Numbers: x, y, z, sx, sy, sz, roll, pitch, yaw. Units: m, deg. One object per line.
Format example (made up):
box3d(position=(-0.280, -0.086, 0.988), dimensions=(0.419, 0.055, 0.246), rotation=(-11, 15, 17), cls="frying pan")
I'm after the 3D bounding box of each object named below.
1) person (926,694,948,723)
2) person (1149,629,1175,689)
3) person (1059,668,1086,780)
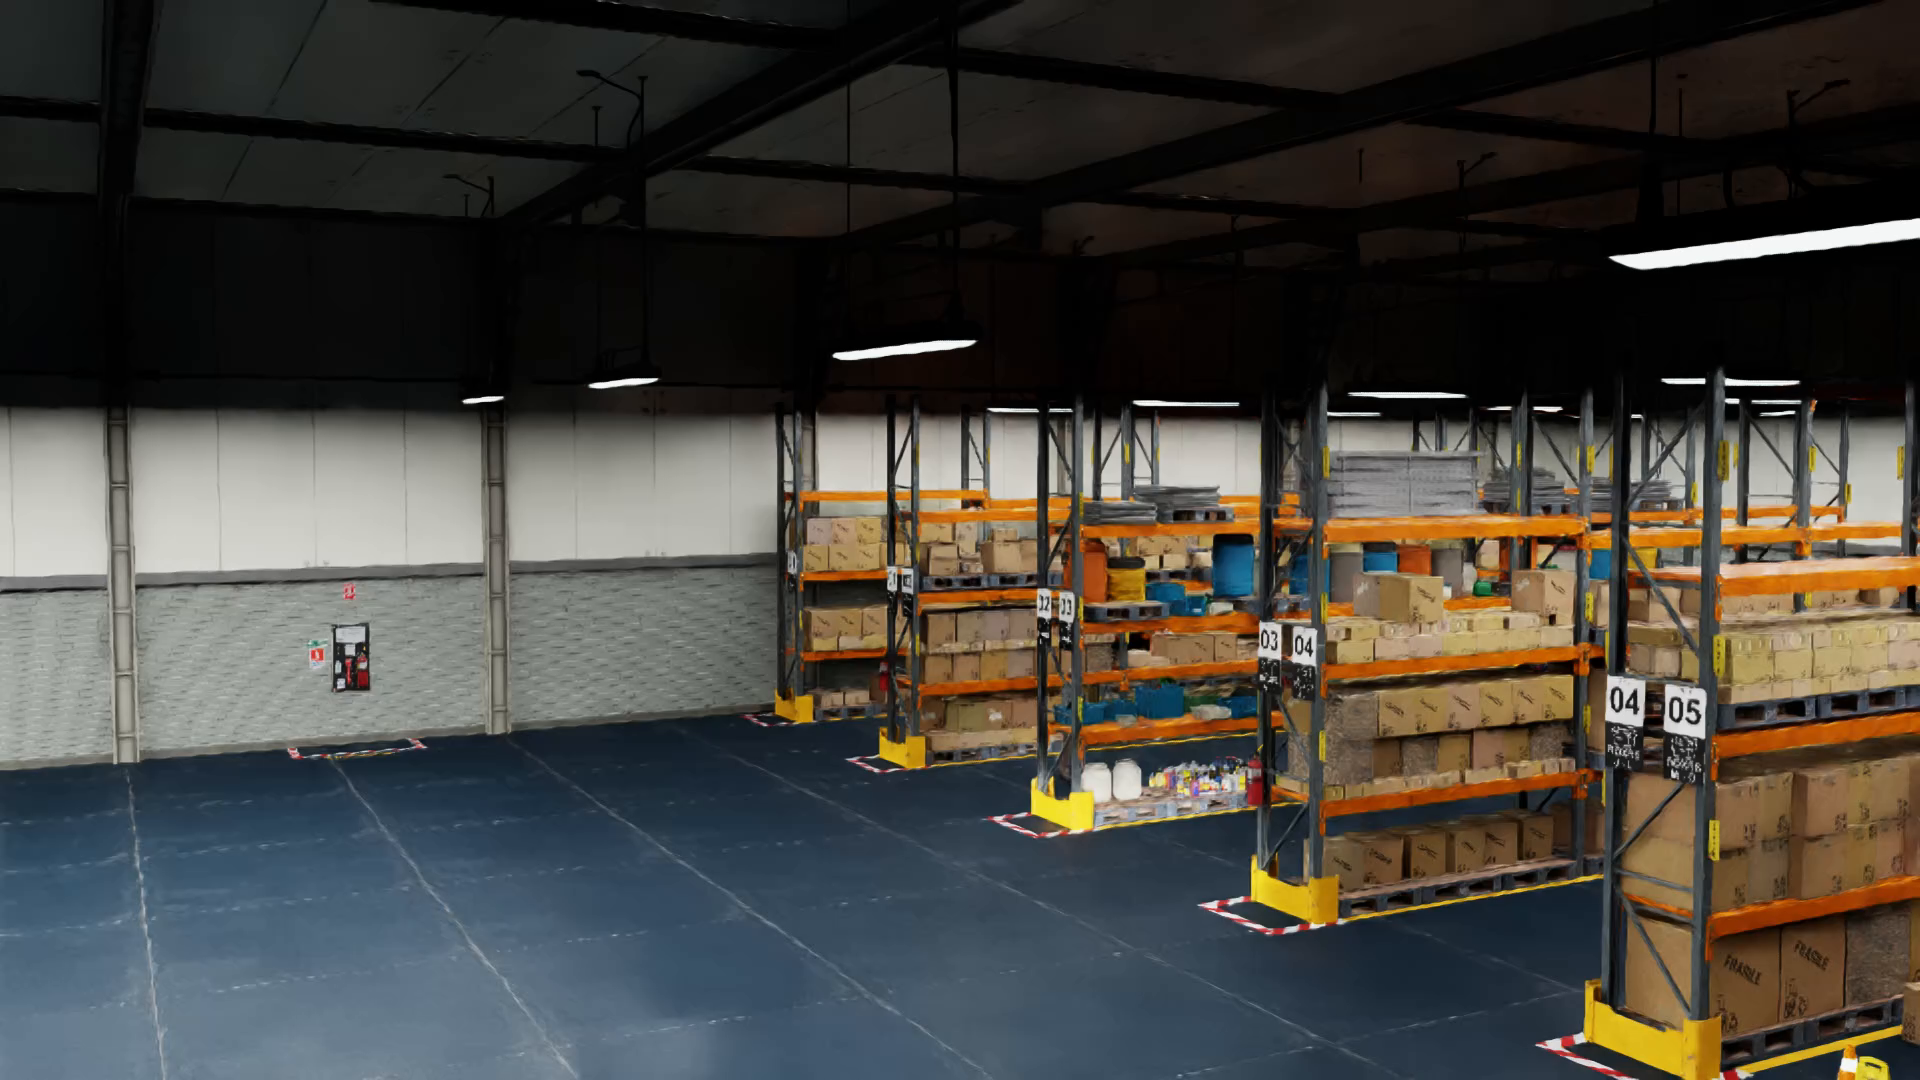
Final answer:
box3d(position=(-0.417, 2.660, 29.269), dimensions=(0.578, 1.714, 0.719), rotation=(-2, 4, -29), cls="person")
box3d(position=(4.071, 2.390, 33.580), dimensions=(1.032, 1.728, 0.528), rotation=(-2, 4, -36), cls="person")
box3d(position=(1.795, 2.830, 25.778), dimensions=(0.450, 1.727, 0.584), rotation=(2, 4, 33), cls="person")
